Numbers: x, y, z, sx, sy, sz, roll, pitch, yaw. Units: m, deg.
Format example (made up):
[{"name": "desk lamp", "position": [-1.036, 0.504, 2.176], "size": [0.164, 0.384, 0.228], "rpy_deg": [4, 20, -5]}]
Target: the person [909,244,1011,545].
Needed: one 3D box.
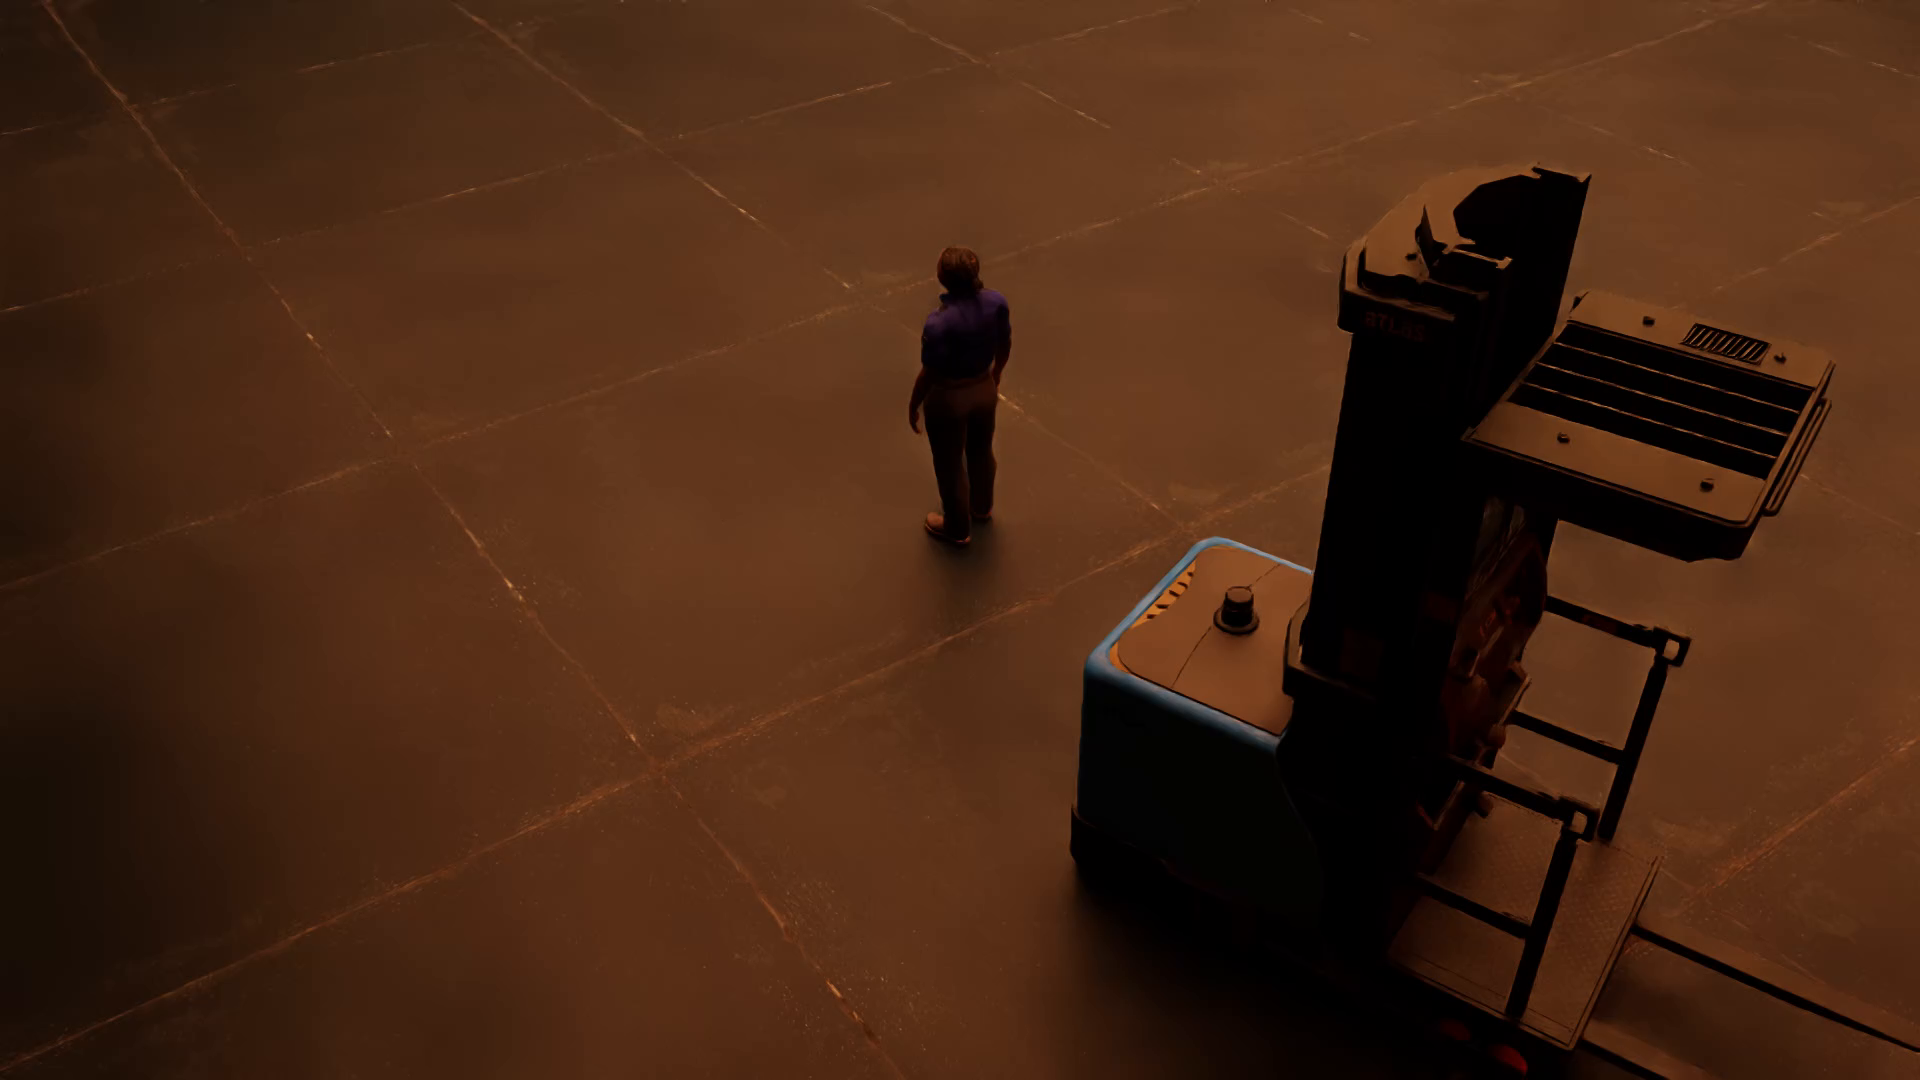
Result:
[{"name": "person", "position": [-0.035, -0.720, 7.980], "size": [0.570, 1.654, 0.503], "rpy_deg": [-23, 42, -28]}]

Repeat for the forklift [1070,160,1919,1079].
[{"name": "forklift", "position": [1.942, 0.382, 5.428], "size": [3.031, 2.935, 1.130], "rpy_deg": [22, 42, 27]}]
